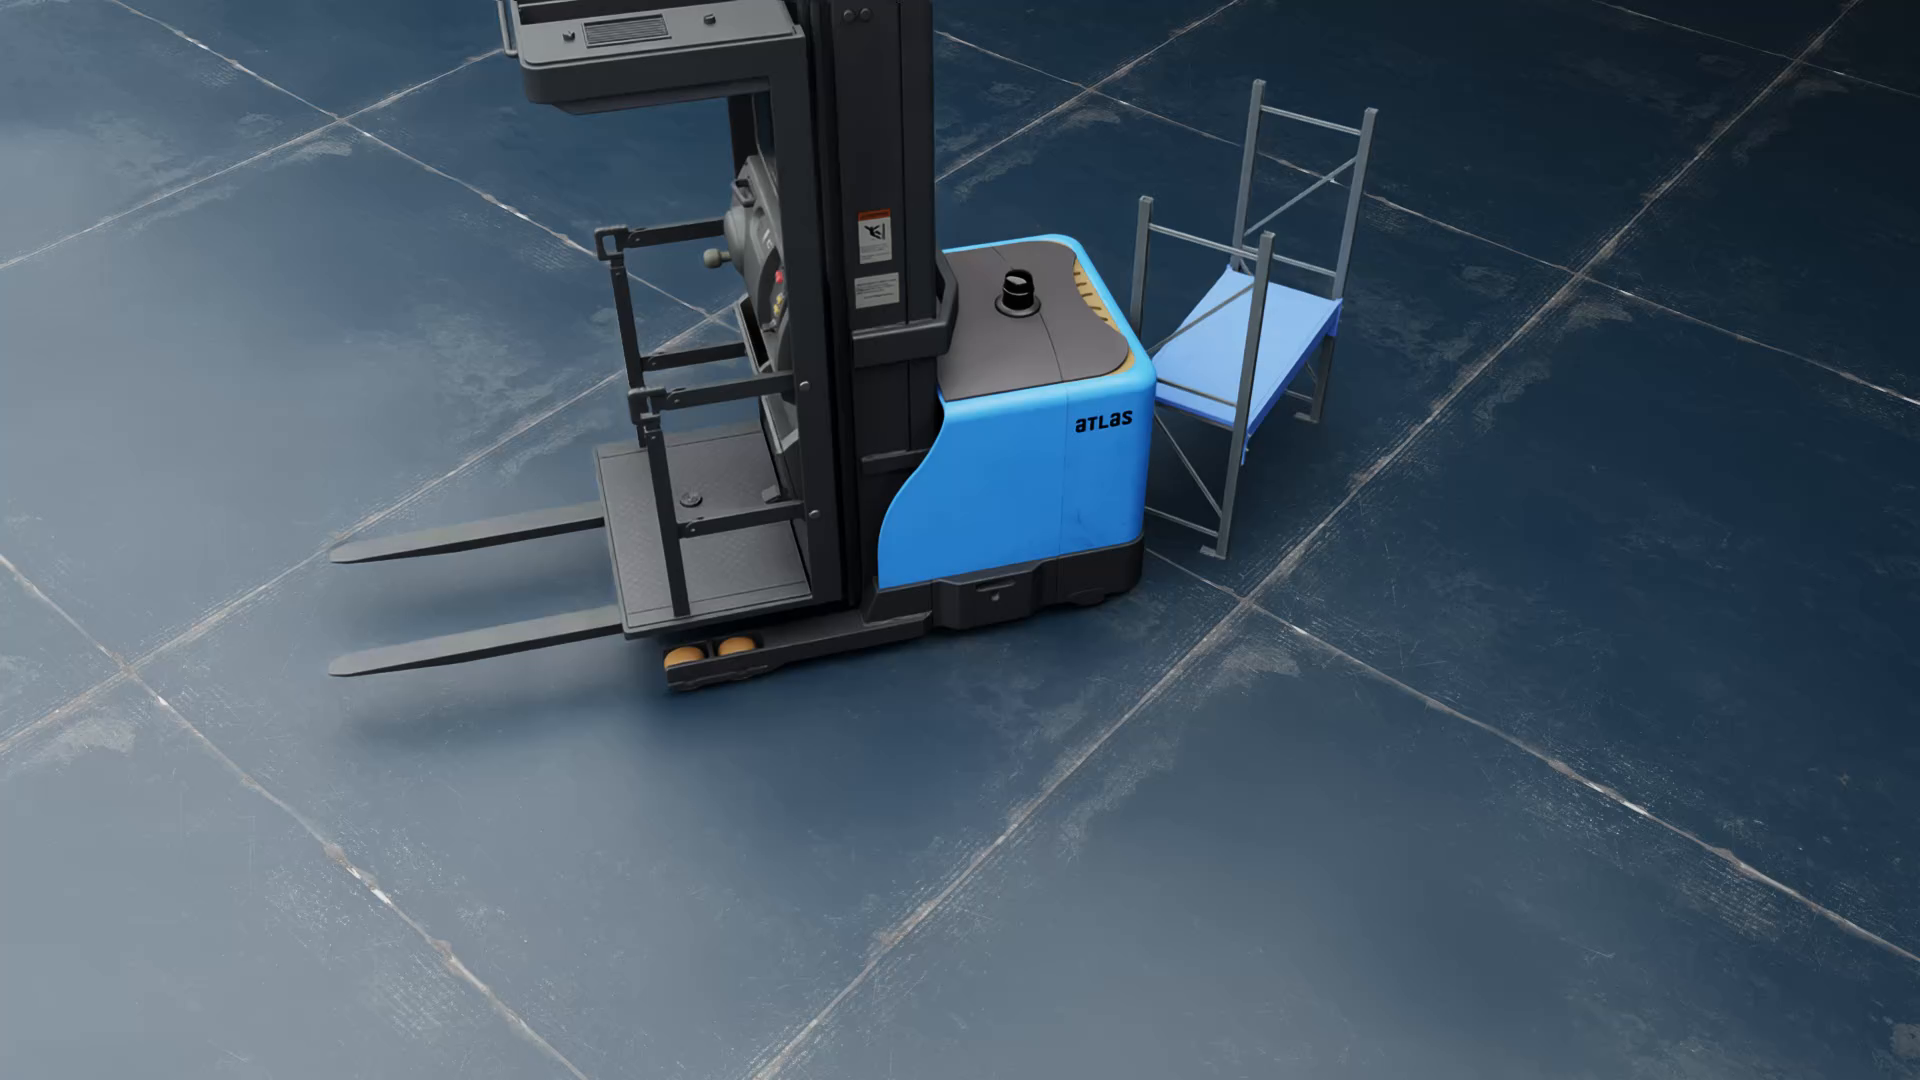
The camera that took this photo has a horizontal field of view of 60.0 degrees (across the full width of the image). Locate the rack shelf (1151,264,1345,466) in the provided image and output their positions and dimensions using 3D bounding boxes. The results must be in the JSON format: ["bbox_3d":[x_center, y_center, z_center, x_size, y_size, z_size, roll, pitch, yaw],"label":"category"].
[{"bbox_3d":[1.110,-0.727,6.702,0.538,0.185,1.000,21,46,22],"label":"rack shelf"}]

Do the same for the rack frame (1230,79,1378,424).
[{"bbox_3d":[1.366,-1.156,6.906,0.500,1.500,0.032,21,46,22],"label":"rack frame"}]

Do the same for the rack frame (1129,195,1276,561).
[{"bbox_3d":[0.853,-0.565,6.257,0.500,1.500,0.032,21,46,22],"label":"rack frame"}]

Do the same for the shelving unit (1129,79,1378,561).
[{"bbox_3d":[1.110,-0.860,6.581,0.538,1.500,1.048,21,46,22],"label":"shelving unit"}]

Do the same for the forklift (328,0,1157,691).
[{"bbox_3d":[-0.866,-0.926,5.590,3.031,2.935,1.130,-10,43,-11],"label":"forklift"}]
